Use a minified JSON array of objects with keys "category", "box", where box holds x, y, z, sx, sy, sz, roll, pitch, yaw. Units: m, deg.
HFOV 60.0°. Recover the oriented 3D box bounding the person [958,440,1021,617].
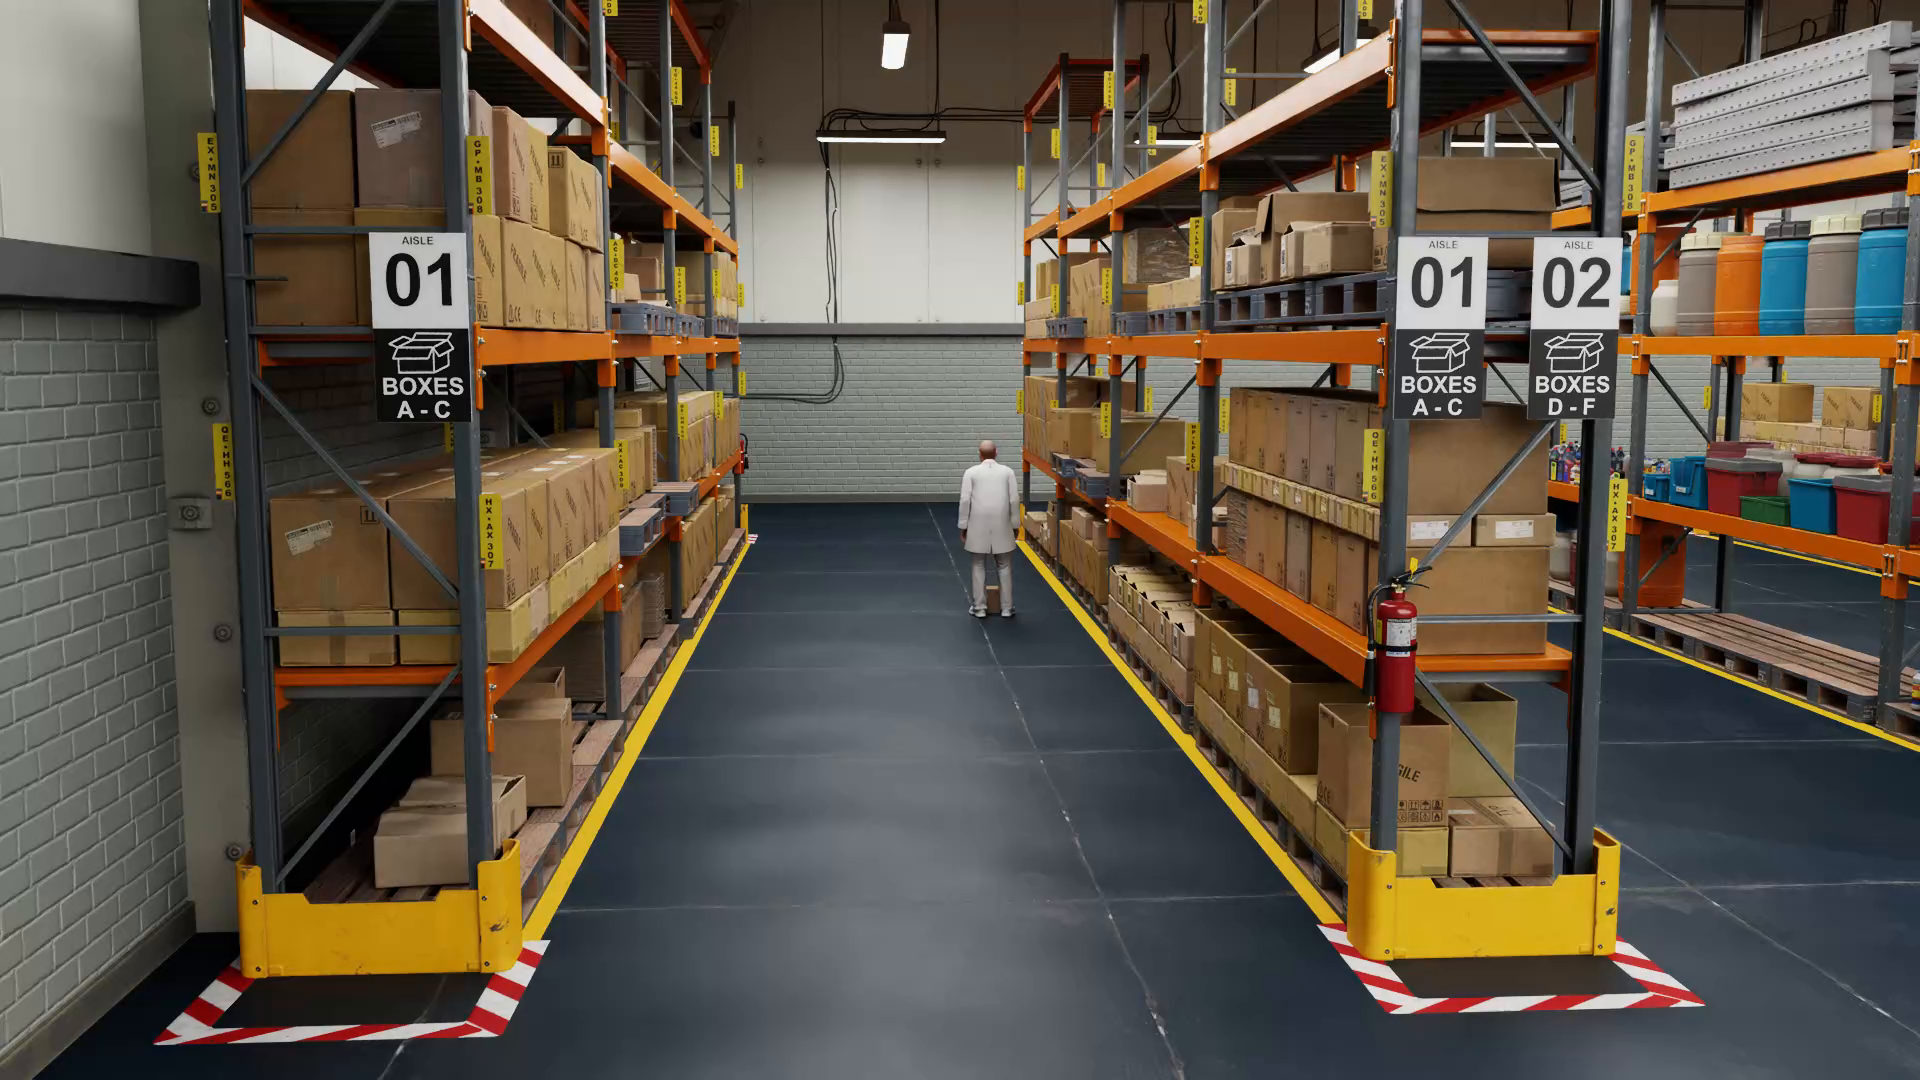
[{"category":"person","box":[0.301,-0.116,16.786,0.642,1.774,0.421,0,7,-4]}]
